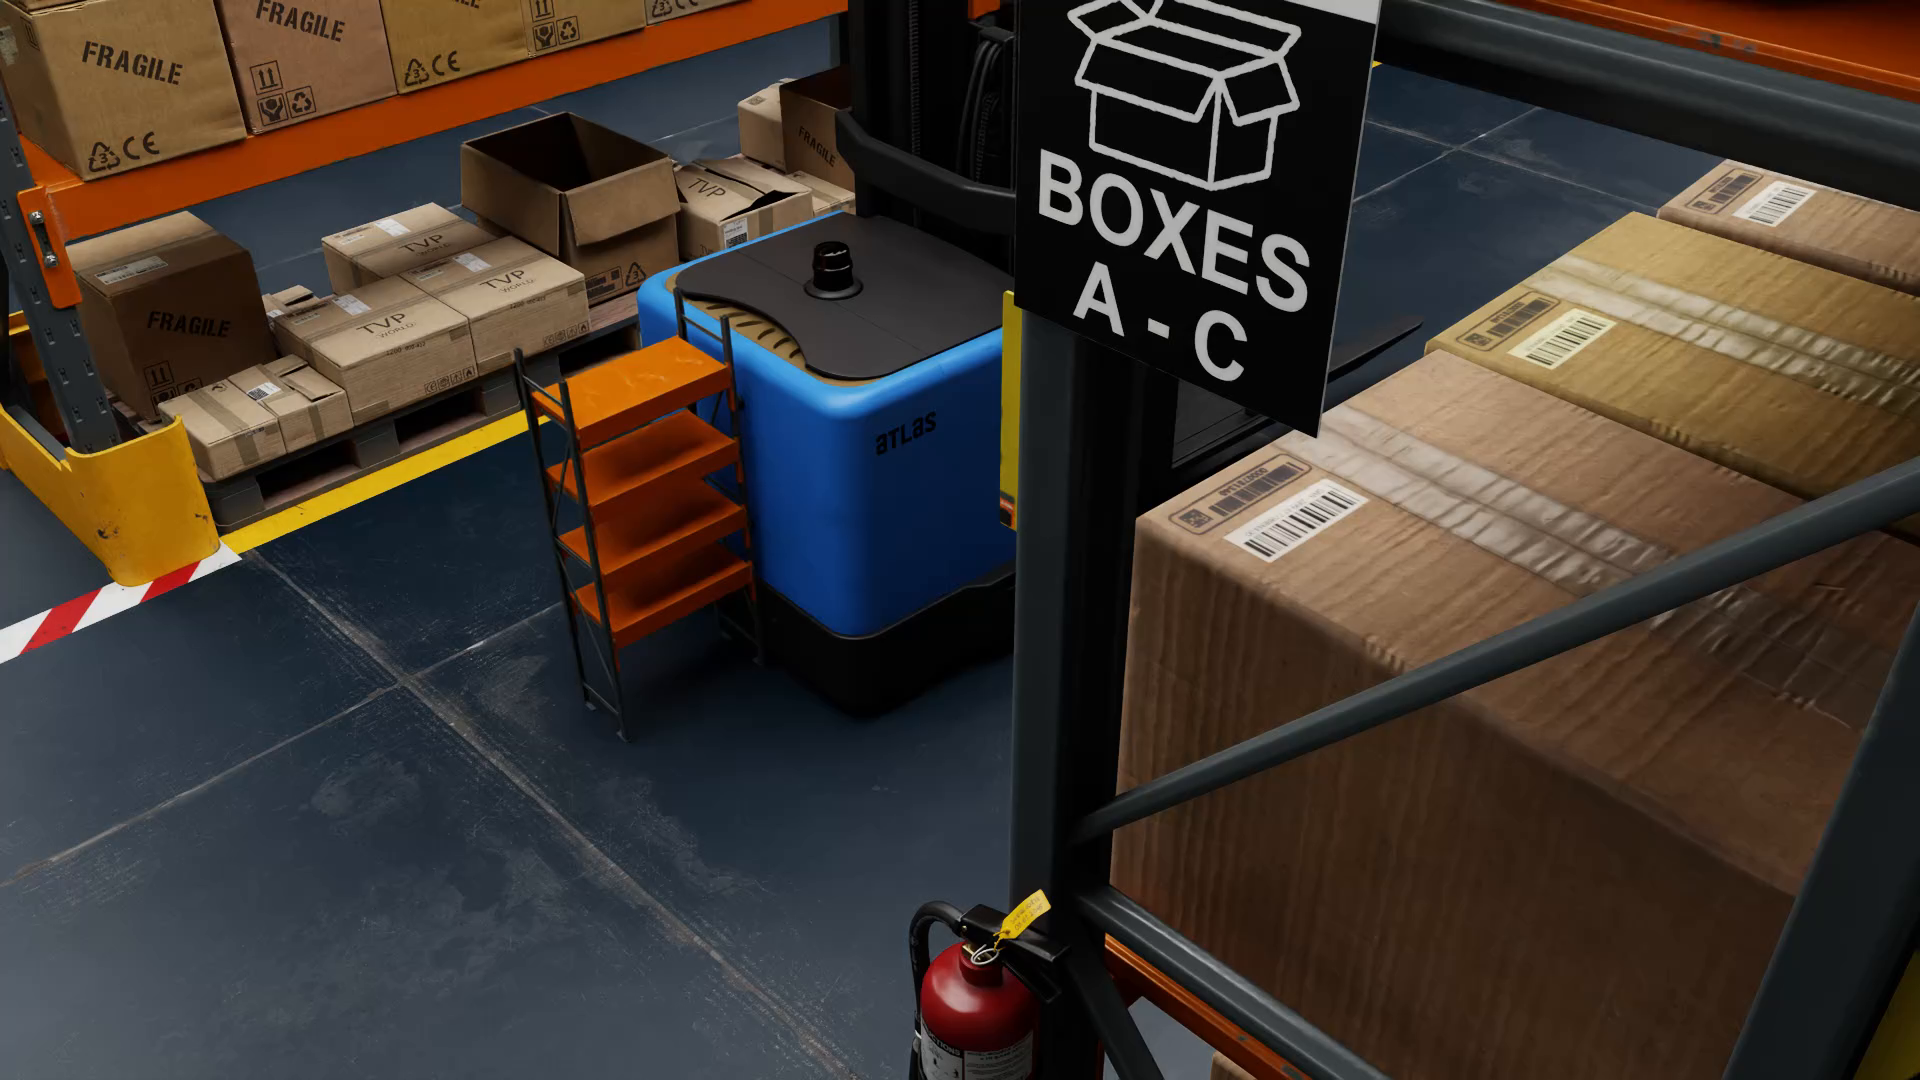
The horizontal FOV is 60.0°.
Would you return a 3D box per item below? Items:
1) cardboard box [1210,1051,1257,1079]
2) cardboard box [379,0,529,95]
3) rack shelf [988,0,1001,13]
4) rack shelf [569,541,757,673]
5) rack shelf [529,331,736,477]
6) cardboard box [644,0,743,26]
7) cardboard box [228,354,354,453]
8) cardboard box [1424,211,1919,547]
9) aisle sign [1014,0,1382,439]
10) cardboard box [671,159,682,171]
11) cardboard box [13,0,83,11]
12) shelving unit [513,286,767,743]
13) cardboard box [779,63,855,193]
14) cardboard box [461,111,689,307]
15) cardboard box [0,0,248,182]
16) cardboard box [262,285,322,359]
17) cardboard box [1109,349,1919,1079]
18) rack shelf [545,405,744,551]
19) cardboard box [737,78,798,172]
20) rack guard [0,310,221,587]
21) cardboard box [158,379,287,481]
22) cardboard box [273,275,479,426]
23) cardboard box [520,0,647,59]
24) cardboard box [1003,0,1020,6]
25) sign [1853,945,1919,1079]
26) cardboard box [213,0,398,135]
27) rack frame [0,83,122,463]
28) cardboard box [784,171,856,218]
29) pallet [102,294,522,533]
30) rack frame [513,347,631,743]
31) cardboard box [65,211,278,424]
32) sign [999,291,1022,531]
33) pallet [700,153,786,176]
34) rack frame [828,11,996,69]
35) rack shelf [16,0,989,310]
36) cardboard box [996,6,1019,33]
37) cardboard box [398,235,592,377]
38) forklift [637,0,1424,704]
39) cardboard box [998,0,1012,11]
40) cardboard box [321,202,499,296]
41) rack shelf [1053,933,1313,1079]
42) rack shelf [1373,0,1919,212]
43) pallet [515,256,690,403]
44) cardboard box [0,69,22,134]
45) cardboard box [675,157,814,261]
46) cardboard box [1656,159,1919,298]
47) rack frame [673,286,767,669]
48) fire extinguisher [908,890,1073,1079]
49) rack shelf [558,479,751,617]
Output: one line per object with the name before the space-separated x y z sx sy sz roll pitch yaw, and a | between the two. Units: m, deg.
cardboard box | 0.885 1.188 3.136 0.700 0.500 0.500 30 45 35
cardboard box | -1.840 -1.865 5.607 0.500 0.500 0.500 29 44 35
rack shelf | 1.172 -3.476 8.634 1.077 0.370 4.000 30 45 35
rack shelf | -0.861 0.165 4.813 0.480 0.148 0.258 -28 44 -32
rack shelf | -0.871 -0.370 4.429 0.480 0.148 0.258 -28 44 -32
cardboard box | -1.130 -2.275 6.195 0.500 0.500 0.500 -29 44 -35
cardboard box | -2.340 -0.487 5.811 0.380 0.166 0.250 30 45 35
cardboard box | 1.320 0.025 2.722 0.980 0.700 0.700 29 44 35
aisle sign | 0.199 -0.499 1.463 0.394 0.787 0.004 30 45 35
cardboard box | -1.289 -1.539 7.321 0.380 0.166 0.250 30 45 35
cardboard box | -2.556 -1.861 4.727 0.500 0.500 0.500 -28 44 -34
shelving unit | -0.865 -0.051 4.658 0.503 1.200 0.258 -28 44 -32
cardboard box | -0.437 -1.769 7.358 0.500 0.500 0.500 30 45 35
cardboard box | -1.557 -1.351 6.756 0.797 0.503 0.637 30 45 35
cardboard box | -2.556 -1.451 5.013 0.500 0.500 0.500 -29 44 -35
cardboard box | -2.498 -0.802 6.263 0.380 0.166 0.250 30 45 35
cardboard box | 0.815 0.325 2.292 0.700 0.700 0.980 -28 43 -34
rack shelf | -0.868 -0.178 4.567 0.480 0.148 0.258 -28 44 -32
cardboard box | -0.686 -1.954 7.788 0.500 0.311 0.500 30 45 35
rack guard | -3.002 -0.341 5.695 1.175 0.500 0.348 30 45 35
cardboard box | -2.516 -0.378 5.671 0.380 0.149 0.250 30 45 35
cardboard box | -2.119 -0.698 6.040 0.500 0.250 0.500 30 45 35
cardboard box | -1.487 -2.067 5.897 0.500 0.500 0.500 -29 44 -35
cardboard box | 0.261 -2.628 8.589 0.500 0.500 0.500 -30 45 -35
sign | 0.852 0.498 1.481 0.100 0.325 0.005 30 45 35
cardboard box | -2.196 -1.662 5.317 0.500 0.500 0.500 29 44 35
rack frame | -3.055 -1.336 4.936 1.000 3.000 0.127 30 45 35
cardboard box | -0.659 -1.449 7.206 0.380 0.149 0.250 30 45 35
pallet | -2.441 -0.547 6.243 1.003 0.211 1.213 30 45 35
rack frame | -1.047 0.046 4.527 0.015 1.200 0.240 -28 44 -32
cardboard box | -2.847 -0.811 5.984 0.500 0.500 0.500 30 45 35
sign | 0.087 -0.137 1.998 0.100 0.325 0.005 30 45 35
pallet | -0.722 -1.537 7.663 1.003 0.211 1.213 30 45 35
rack frame | -0.237 -2.959 7.264 1.000 3.000 0.127 30 45 35
rack shelf | -1.646 -1.852 6.306 1.077 0.370 4.000 30 45 35
cardboard box | 0.277 -2.213 7.994 0.500 0.500 0.500 27 43 33
cardboard box | -1.766 -0.901 6.332 0.500 0.250 0.500 30 45 35
forklift | 0.468 -1.444 5.151 3.031 2.935 1.130 -27 43 -33
cardboard box | -0.093 -2.430 8.307 0.500 0.500 0.500 29 44 35
cardboard box | -2.156 -1.082 6.591 0.500 0.250 0.500 30 45 35
rack shelf | 1.872 0.143 3.446 1.077 0.370 4.000 30 45 35
rack shelf | 1.872 -1.088 2.587 1.077 0.370 4.000 30 45 35
pallet | -1.581 -1.040 6.949 1.003 0.211 1.213 30 45 35
cardboard box | -2.933 -1.668 5.326 0.500 0.500 0.500 -28 44 -34
cardboard box | -0.966 -1.387 6.976 0.500 0.311 0.500 30 45 35
cardboard box | 1.863 -0.280 3.161 0.980 0.700 0.700 27 43 33
rack frame | -0.684 -0.149 4.789 0.015 1.200 0.240 -28 44 -32
fire extinguisher | 0.029 0.719 2.383 0.296 0.674 0.183 30 45 35
rack shelf | -0.864 0.003 4.697 0.480 0.148 0.258 -28 44 -32
